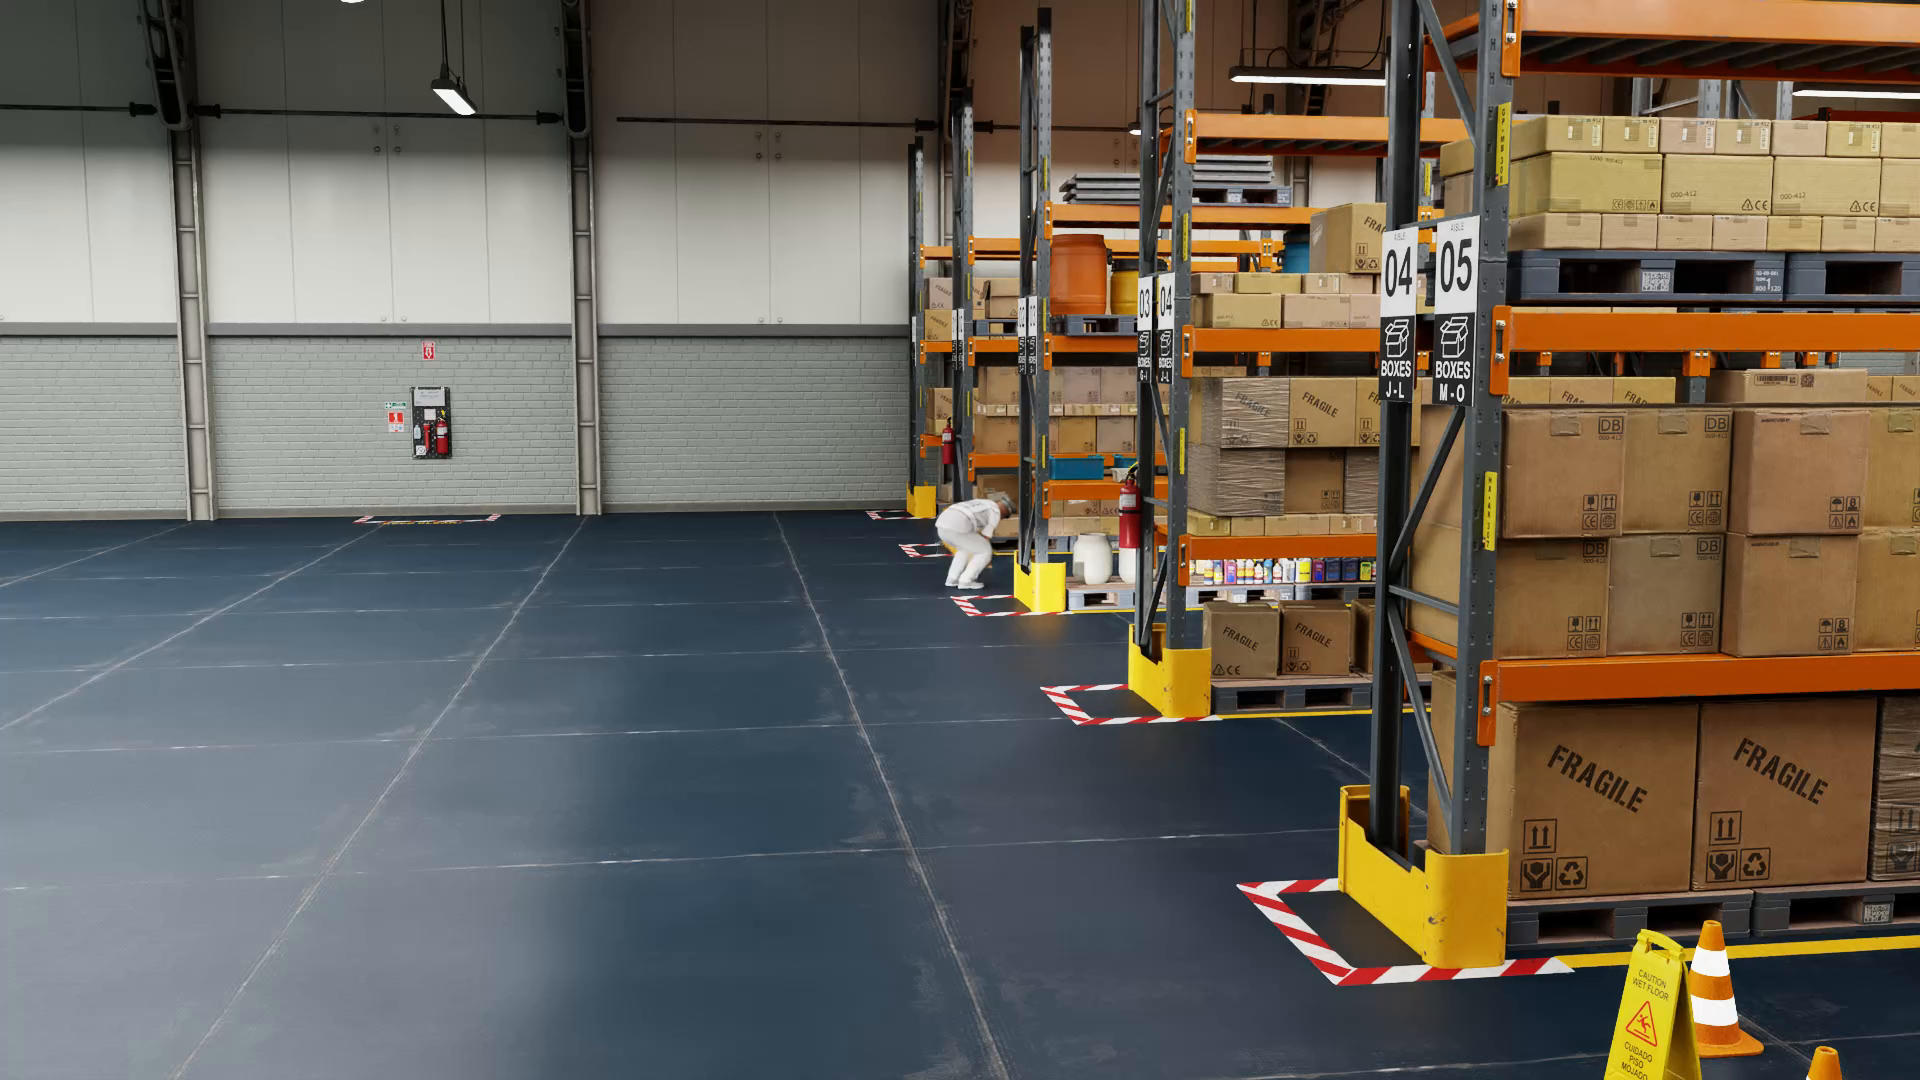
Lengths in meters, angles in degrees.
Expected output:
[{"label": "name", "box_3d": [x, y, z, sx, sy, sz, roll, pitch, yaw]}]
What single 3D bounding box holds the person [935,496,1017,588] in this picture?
[{"label": "person", "box_3d": [0.204, 0.024, 18.816, 1.026, 1.007, 0.544, -4, 8, -34]}]
